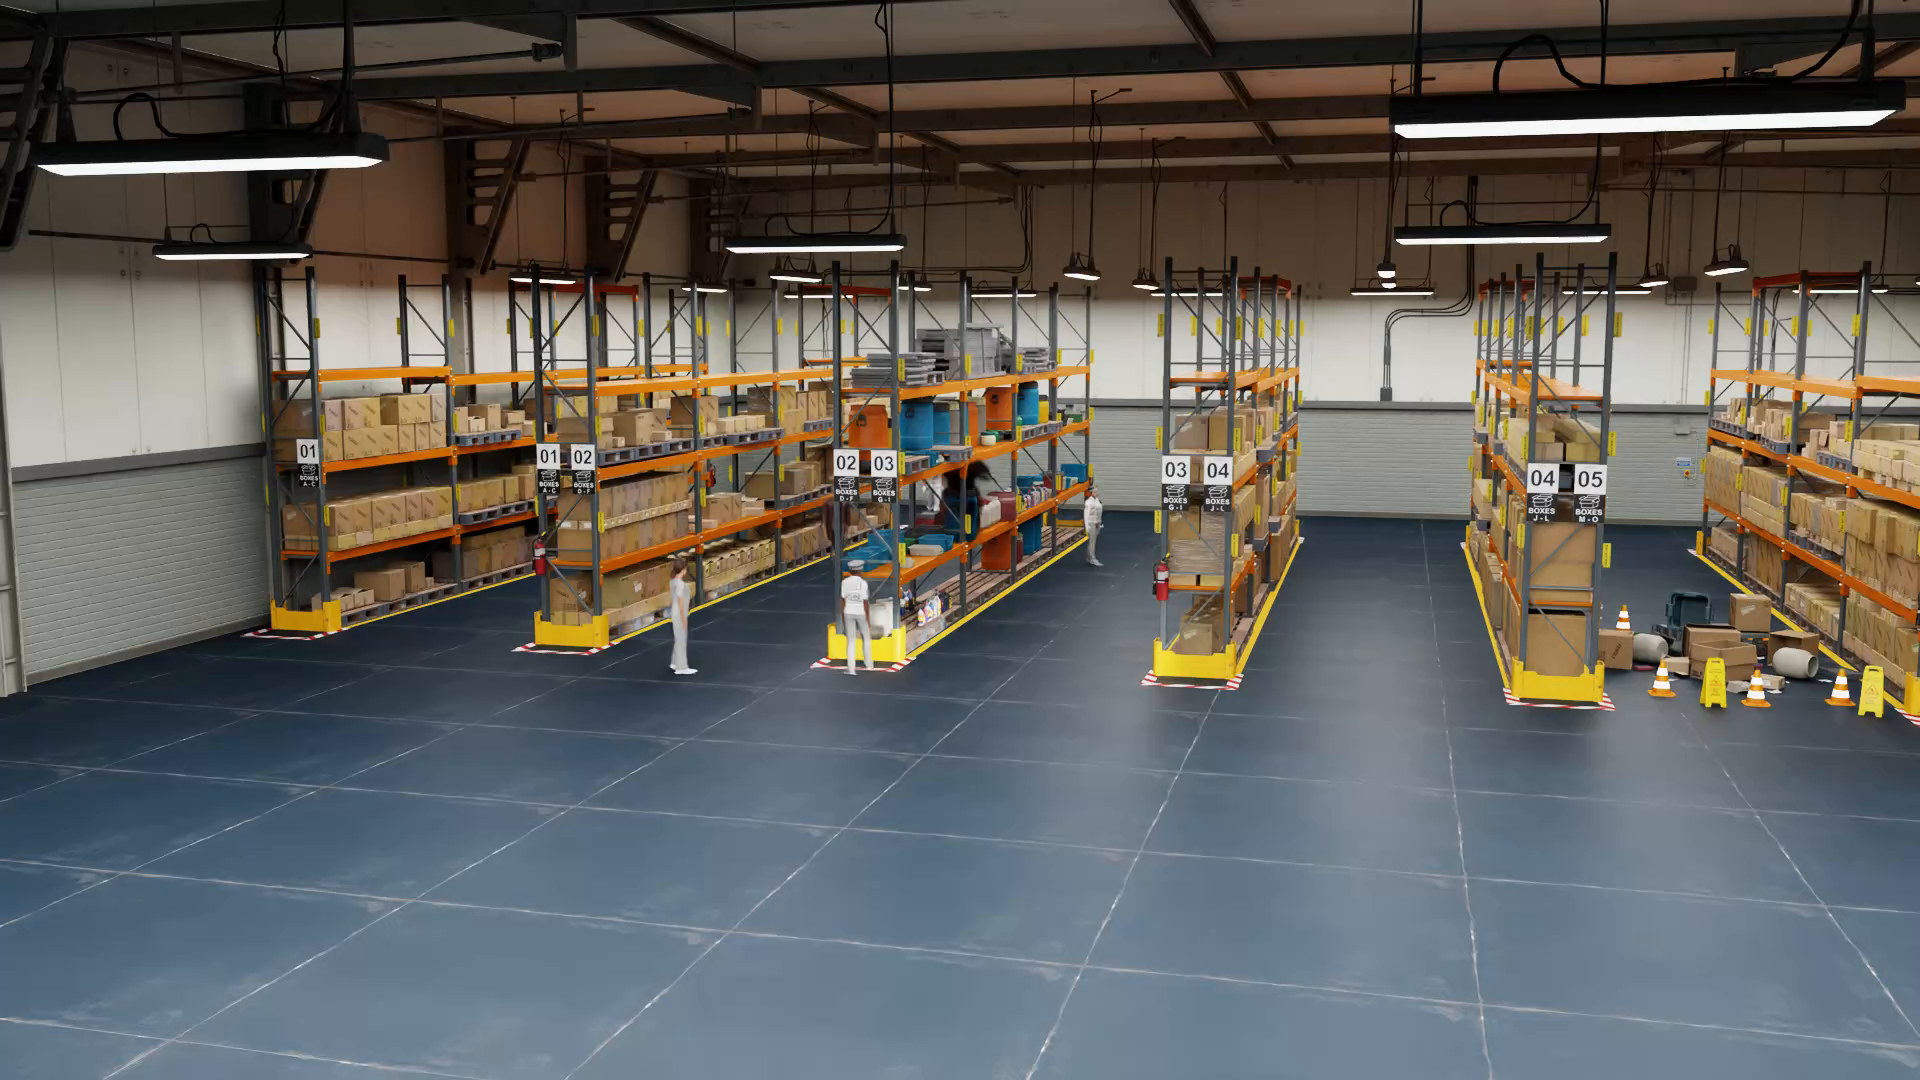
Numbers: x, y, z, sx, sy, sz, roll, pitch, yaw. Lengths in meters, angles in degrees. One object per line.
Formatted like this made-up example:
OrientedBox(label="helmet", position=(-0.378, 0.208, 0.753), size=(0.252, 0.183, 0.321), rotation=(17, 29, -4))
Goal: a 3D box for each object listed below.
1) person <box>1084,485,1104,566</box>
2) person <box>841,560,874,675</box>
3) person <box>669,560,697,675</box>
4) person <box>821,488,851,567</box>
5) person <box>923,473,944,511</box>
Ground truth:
OrientedBox(label="person", position=(2.907, -0.324, 35.502), size=(0.527, 1.702, 0.517), rotation=(6, 9, 38))
OrientedBox(label="person", position=(-1.495, 1.105, 24.264), size=(0.452, 1.672, 0.645), rotation=(1, 7, 7))
OrientedBox(label="person", position=(-4.045, 1.126, 24.214), size=(0.391, 1.705, 0.546), rotation=(-1, 7, -8))
OrientedBox(label="person", position=(-2.580, -0.196, 34.325), size=(0.577, 1.632, 1.016), rotation=(2, 8, 18))
OrientedBox(label="person", position=(-0.691, -1.355, 43.271), size=(0.566, 1.748, 1.081), rotation=(0, 7, 0))
